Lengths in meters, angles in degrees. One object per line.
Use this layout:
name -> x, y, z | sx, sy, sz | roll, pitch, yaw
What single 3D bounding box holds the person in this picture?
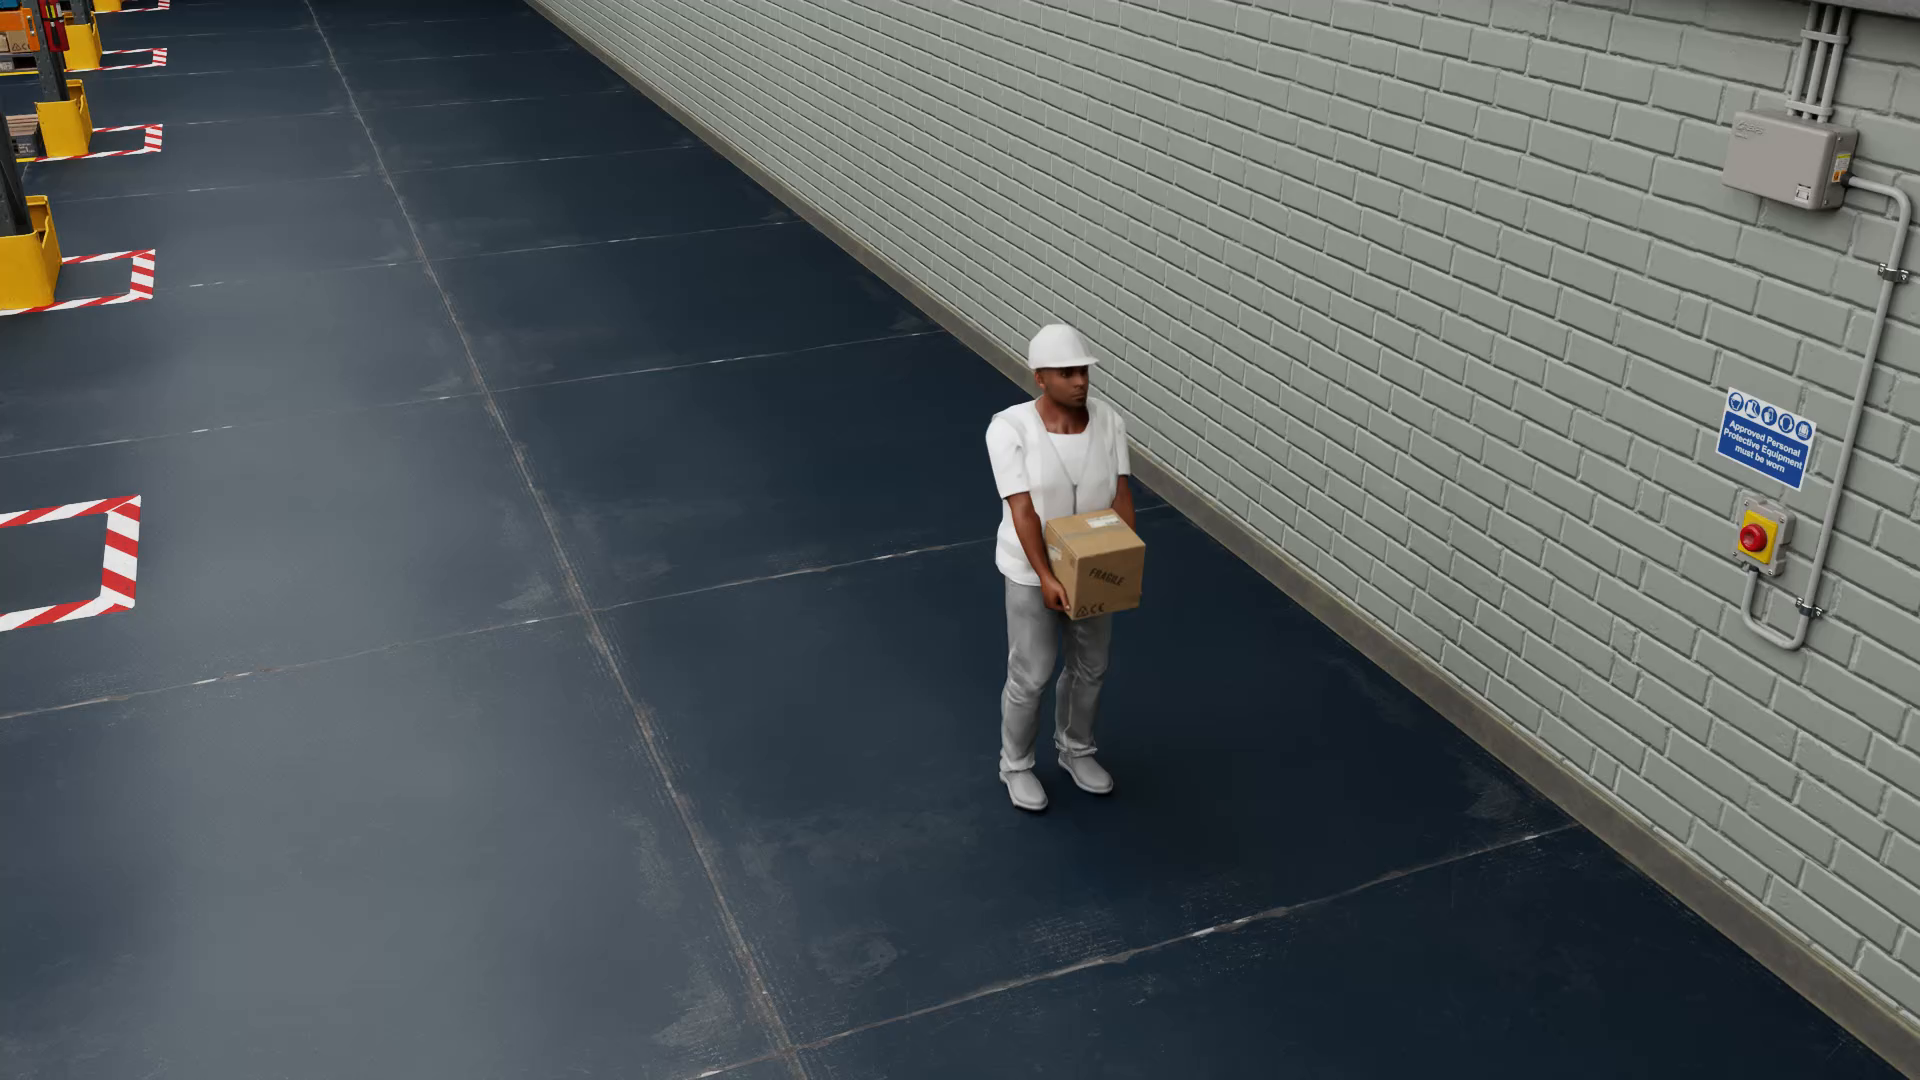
person -> 0.356, 0.105, 5.874 | 0.503, 1.760, 0.405 | -10, 28, -20
